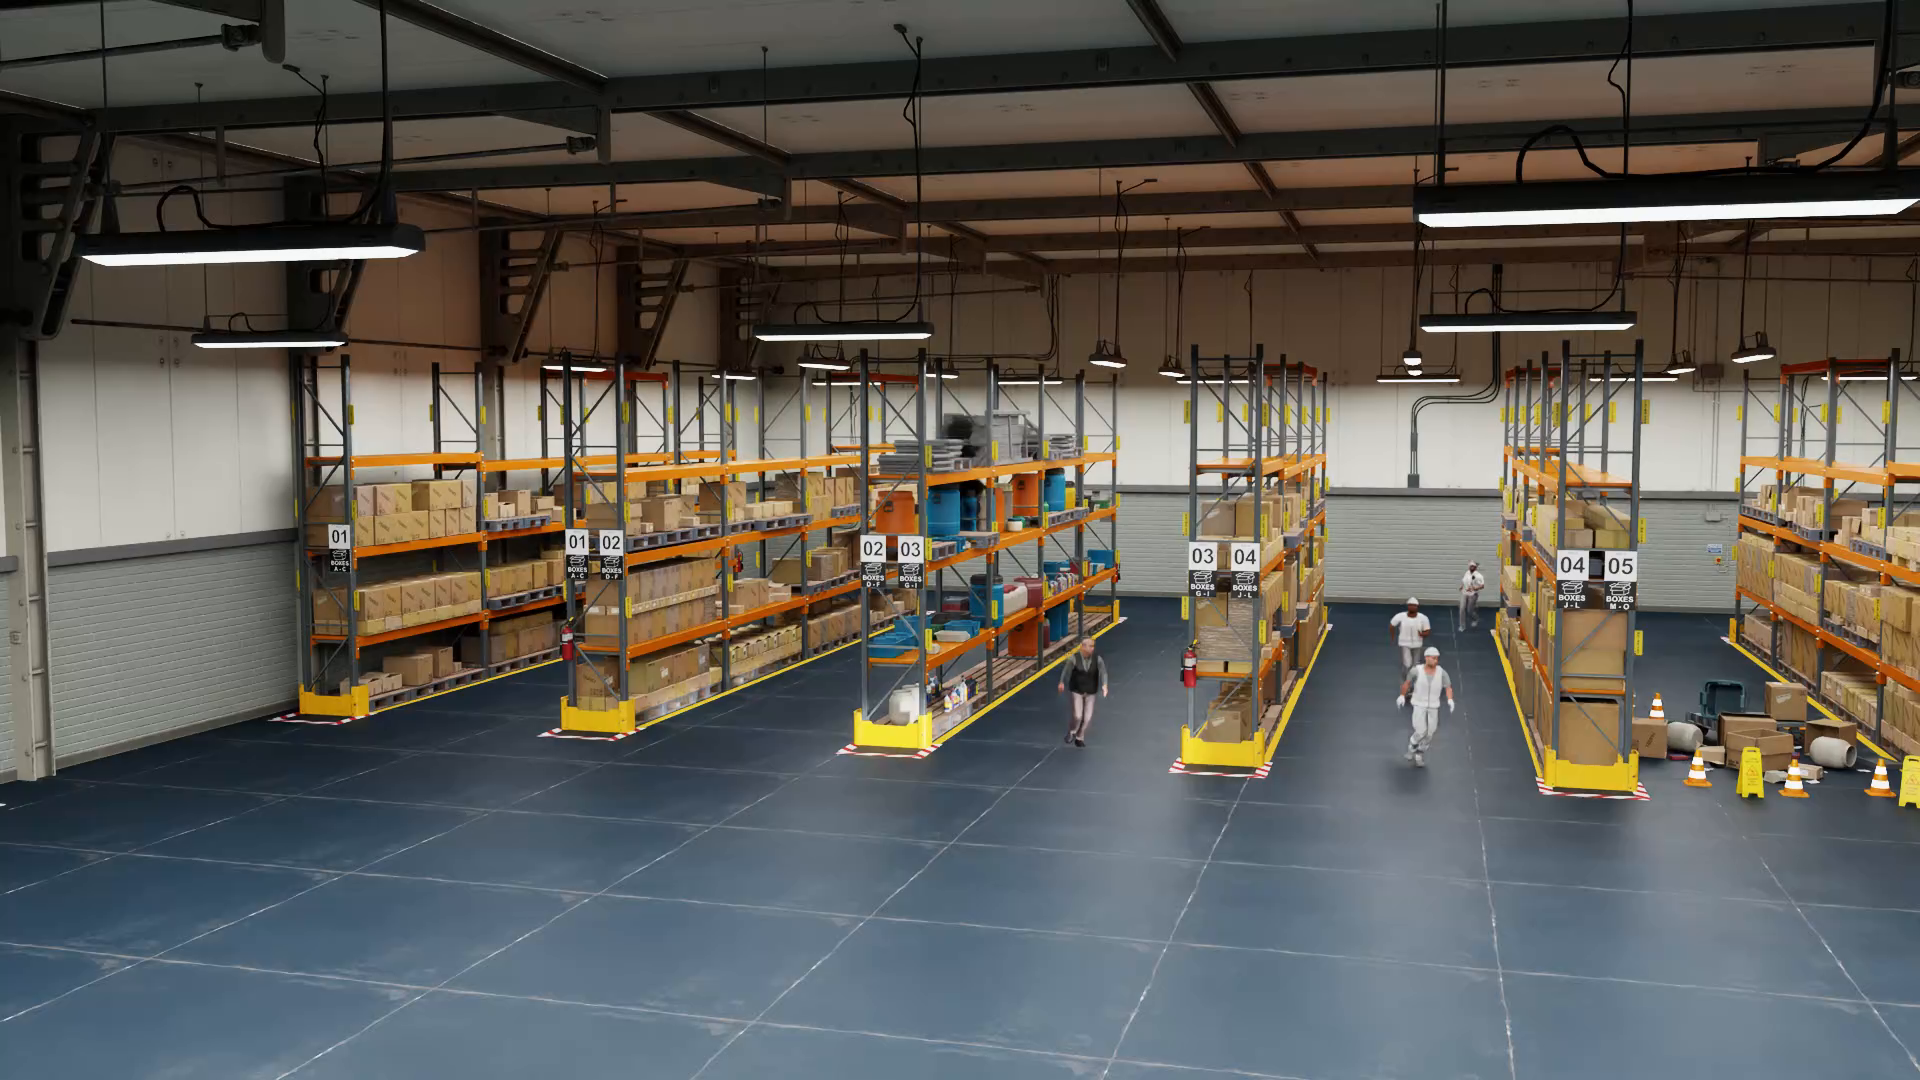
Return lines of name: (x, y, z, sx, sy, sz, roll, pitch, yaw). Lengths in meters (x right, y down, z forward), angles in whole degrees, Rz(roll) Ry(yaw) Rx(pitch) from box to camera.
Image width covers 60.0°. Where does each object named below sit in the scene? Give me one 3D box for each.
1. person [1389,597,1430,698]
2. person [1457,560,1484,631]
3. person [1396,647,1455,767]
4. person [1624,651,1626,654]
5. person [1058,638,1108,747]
person: (8.005, 1.912, 29.517, 0.654, 1.789, 0.723, 0, 4, 0)
person: (11.933, 1.297, 38.698, 0.768, 1.690, 0.618, -3, 5, -37)
person: (6.601, 2.368, 23.480, 0.649, 1.743, 0.817, 0, 4, -4)
person: (13.806, 1.602, 34.896, 0.567, 1.582, 0.916, 0, 4, 4)
person: (1.863, 2.278, 24.744, 0.667, 1.662, 0.776, -1, 4, -10)
